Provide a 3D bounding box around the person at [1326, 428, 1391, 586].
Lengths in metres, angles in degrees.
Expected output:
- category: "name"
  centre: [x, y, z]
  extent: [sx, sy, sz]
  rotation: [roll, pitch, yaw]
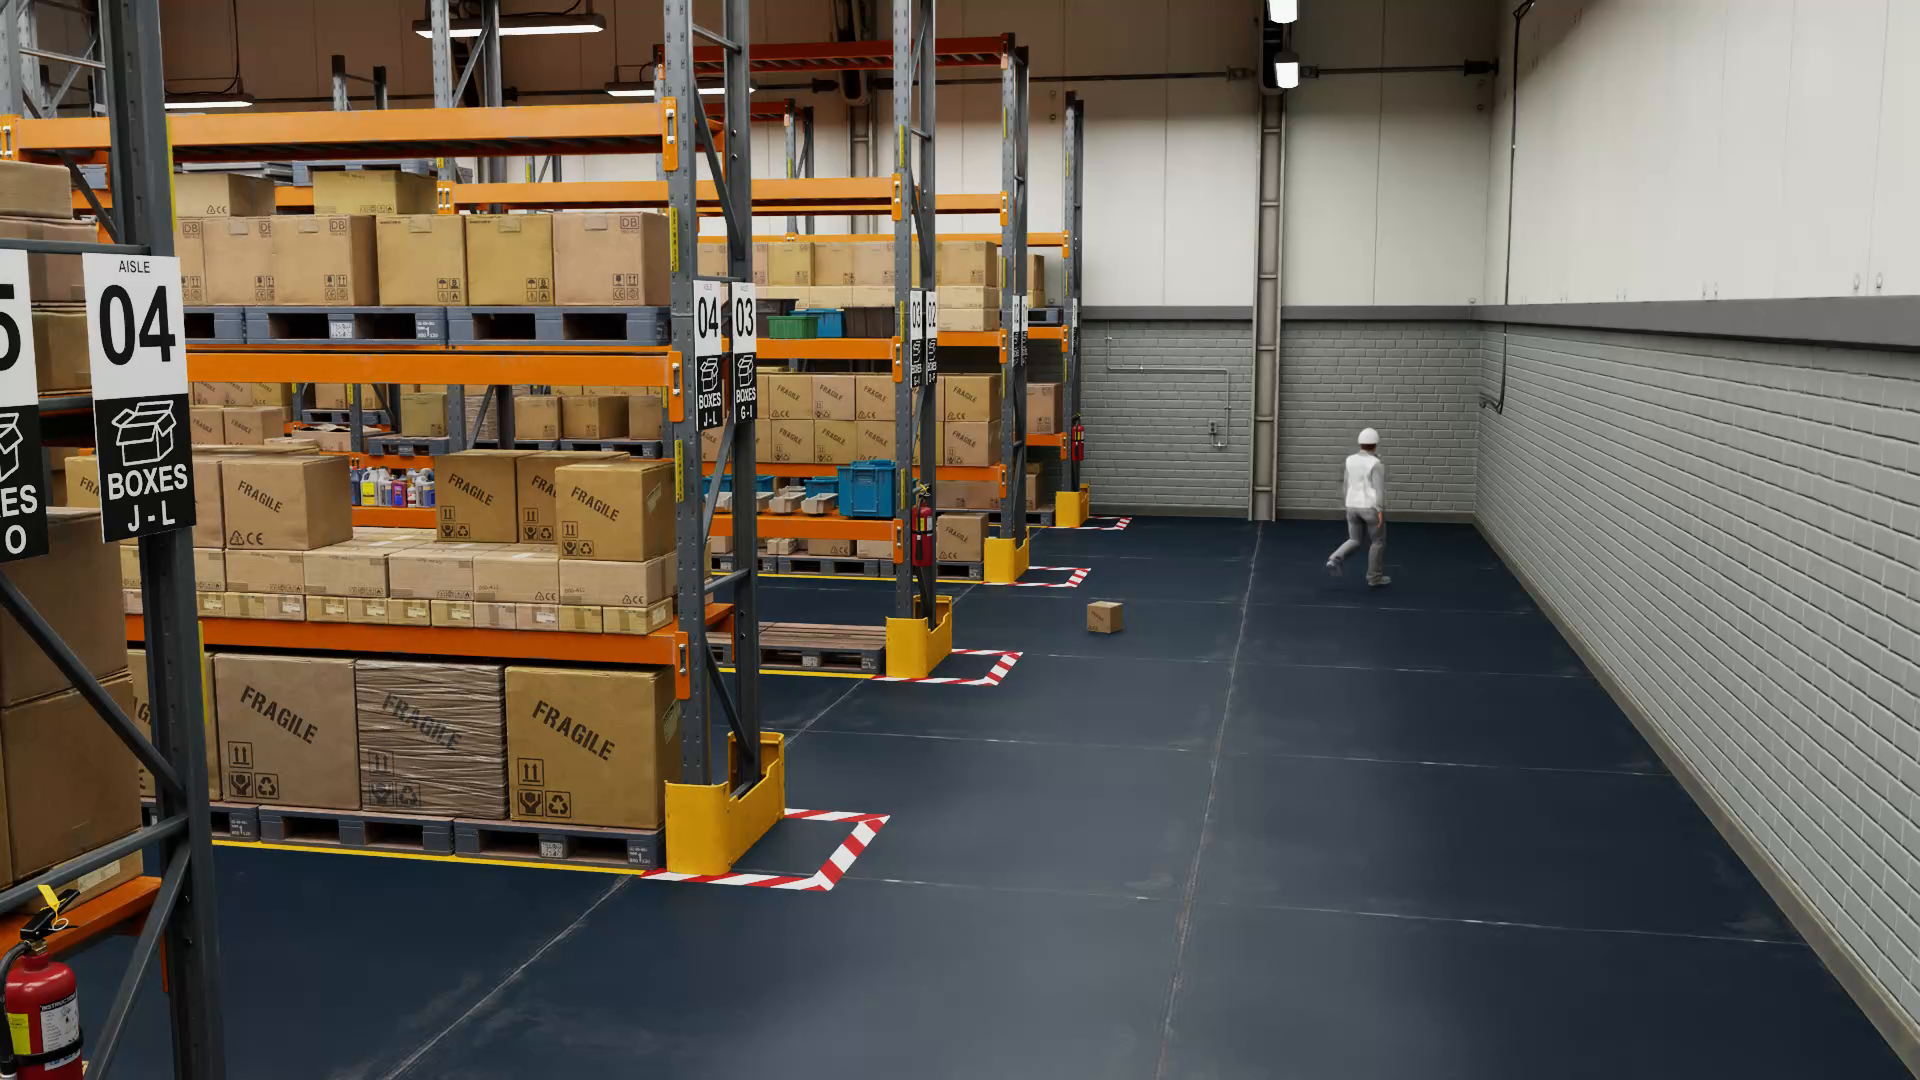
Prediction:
- category: "person"
  centre: [4.428, -0.355, 18.269]
  extent: [0.804, 1.751, 0.566]
  rotation: [-6, 10, -36]
